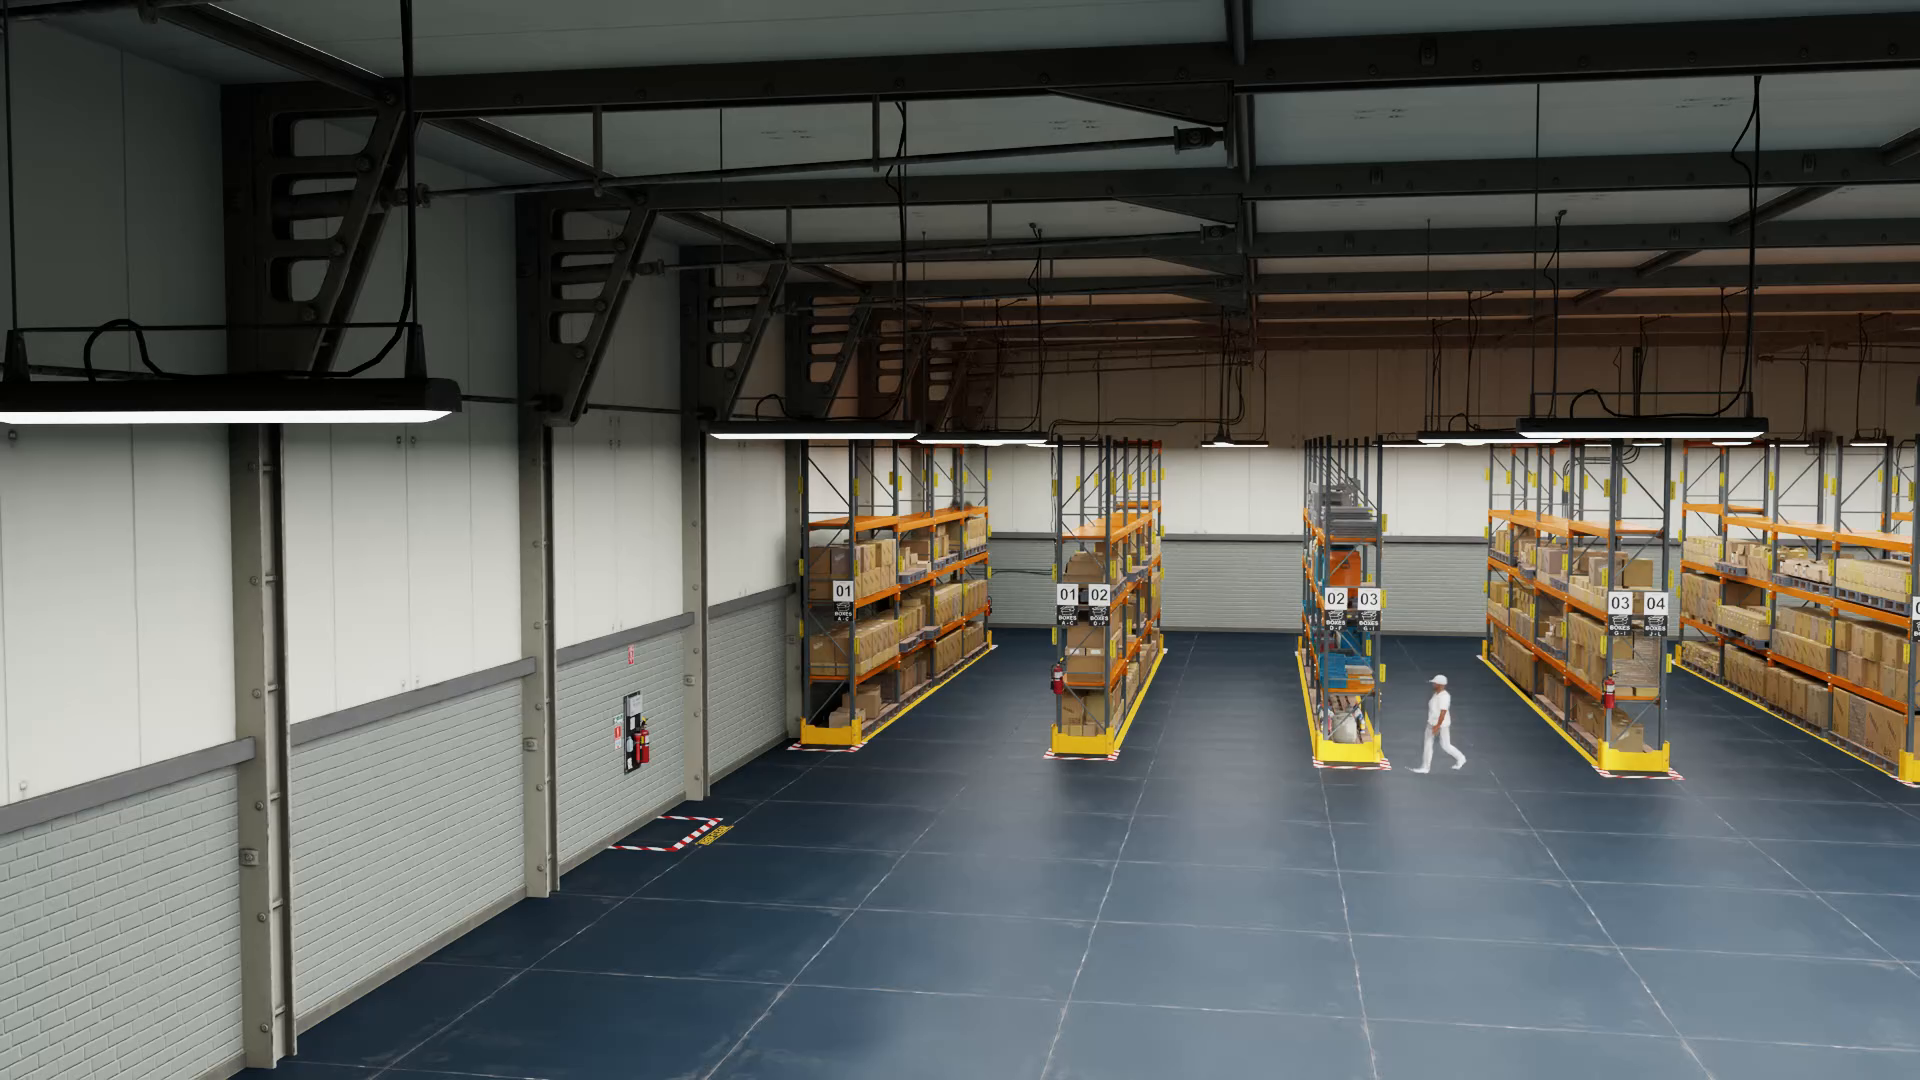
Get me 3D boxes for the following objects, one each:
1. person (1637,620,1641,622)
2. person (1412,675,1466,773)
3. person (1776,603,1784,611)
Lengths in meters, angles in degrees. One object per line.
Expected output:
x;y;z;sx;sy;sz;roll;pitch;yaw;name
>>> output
18.100;2.474;44.871;0.573;1.662;0.712;2;4;37;person
8.494;3.257;29.398;0.932;1.738;0.499;-1;3;-25;person
21.535;2.539;43.520;0.633;1.761;0.378;-1;3;-18;person
